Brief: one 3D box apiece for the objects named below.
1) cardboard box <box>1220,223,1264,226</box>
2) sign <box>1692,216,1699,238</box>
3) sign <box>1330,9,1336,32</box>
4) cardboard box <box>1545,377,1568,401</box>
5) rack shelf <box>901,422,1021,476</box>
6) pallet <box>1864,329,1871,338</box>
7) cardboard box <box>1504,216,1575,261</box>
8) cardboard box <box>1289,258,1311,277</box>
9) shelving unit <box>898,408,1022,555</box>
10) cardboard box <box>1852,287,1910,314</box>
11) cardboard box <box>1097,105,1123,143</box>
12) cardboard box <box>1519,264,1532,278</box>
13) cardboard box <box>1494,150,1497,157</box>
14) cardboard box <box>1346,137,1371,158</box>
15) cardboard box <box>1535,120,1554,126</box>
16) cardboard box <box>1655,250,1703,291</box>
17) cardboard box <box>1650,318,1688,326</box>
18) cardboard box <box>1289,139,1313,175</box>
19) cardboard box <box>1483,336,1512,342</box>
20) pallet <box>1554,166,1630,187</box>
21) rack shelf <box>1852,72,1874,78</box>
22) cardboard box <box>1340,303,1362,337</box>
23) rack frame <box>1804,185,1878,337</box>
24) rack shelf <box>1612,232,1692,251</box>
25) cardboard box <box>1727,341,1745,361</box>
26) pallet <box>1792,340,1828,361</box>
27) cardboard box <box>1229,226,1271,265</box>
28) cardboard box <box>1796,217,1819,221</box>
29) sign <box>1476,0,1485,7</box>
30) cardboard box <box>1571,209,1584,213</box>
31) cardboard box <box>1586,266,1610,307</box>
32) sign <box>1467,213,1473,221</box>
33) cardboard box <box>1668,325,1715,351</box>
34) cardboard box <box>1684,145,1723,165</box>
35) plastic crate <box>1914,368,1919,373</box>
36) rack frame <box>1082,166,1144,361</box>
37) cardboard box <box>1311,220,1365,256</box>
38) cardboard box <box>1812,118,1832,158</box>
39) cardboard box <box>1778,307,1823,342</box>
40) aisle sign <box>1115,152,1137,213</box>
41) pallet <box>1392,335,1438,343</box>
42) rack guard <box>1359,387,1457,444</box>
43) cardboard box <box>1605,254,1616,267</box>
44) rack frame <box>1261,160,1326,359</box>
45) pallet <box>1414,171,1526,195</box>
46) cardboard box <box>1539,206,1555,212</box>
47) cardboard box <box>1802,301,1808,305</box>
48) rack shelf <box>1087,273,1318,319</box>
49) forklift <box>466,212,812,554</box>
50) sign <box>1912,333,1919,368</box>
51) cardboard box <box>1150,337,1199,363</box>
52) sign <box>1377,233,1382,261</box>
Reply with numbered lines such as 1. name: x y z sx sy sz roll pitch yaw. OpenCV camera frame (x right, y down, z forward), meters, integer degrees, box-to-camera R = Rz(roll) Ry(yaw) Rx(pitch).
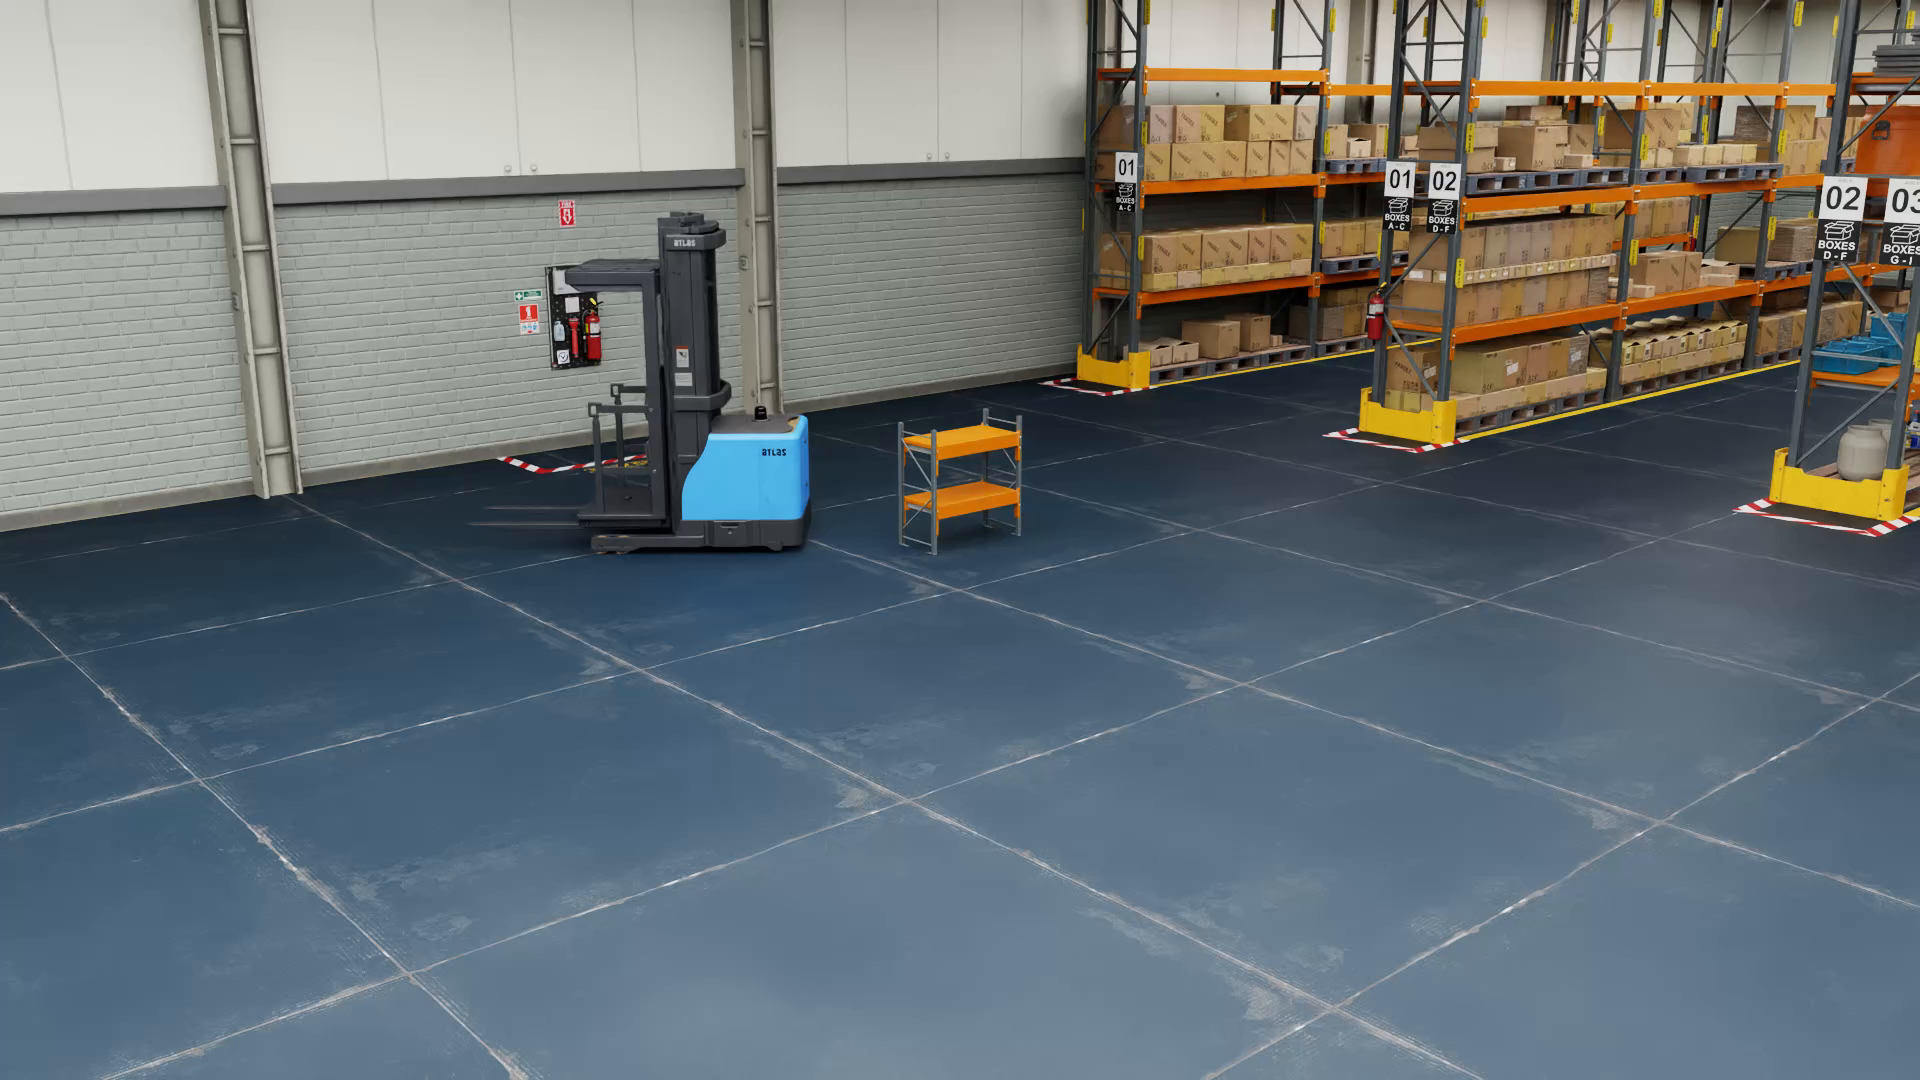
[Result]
1. cardboard box: 4.244 -4.524 25.172 0.500 0.500 0.500 -13 20 -40
2. sign: 11.037 -4.689 24.902 0.005 0.325 0.100 -13 19 -39
3. sign: 5.470 -7.629 24.411 0.005 0.325 0.100 -13 19 -39
4. cardboard box: 7.425 -1.969 21.325 0.500 0.250 0.500 -13 19 -39
5. rack shelf: 0.005 -0.827 15.034 1.000 0.278 0.538 -13 19 -39
6. pallet: 14.936 -3.510 27.984 1.213 0.211 1.003 -13 19 -39
7. cardboard box: 7.293 -3.815 21.010 0.500 0.500 0.700 -13 20 -39
8. cardboard box: 4.970 -4.148 25.219 0.500 0.250 0.500 -13 19 -39
9. shelving unit: 0.005 -0.545 15.109 1.048 1.125 0.538 -13 19 -39
10. cardboard box: 15.832 -4.067 28.650 0.637 0.503 0.797 -13 19 -39
11. cardboard box: 2.264 -5.787 23.119 0.500 0.500 0.500 -12 19 -37
12. cardboard box: 6.773 -3.314 20.392 0.250 0.149 0.380 -13 20 -40
13. cardboard box: 6.480 -4.726 20.406 0.500 0.311 0.500 -10 18 -33
14. cardboard box: 6.058 -6.141 25.973 0.500 0.311 0.500 -12 19 -38
15. cardboard box: 10.050 -7.181 29.462 0.500 0.500 0.700 -13 20 -40
16. cardboard box: 10.145 -3.825 23.563 0.500 0.500 0.500 -14 20 -42
17. cardboard box: 10.422 -3.087 24.423 0.500 0.311 0.500 -13 20 -41
18. cardboard box: 4.907 -5.723 24.819 0.500 0.500 0.500 -12 19 -38
19. cardboard box: 6.697 -2.351 21.300 0.500 0.500 0.500 -13 19 -39
20. pallet: 7.756 -4.643 21.180 1.213 0.211 1.003 -13 19 -39
21. rack shelf: 15.926 -7.630 27.776 4.000 0.370 1.077 -13 19 -39
22. cardboard box: 6.029 -3.580 26.832 0.500 0.500 0.700 -13 20 -40
23. rack frame: 14.418 -4.742 27.189 0.127 3.000 1.000 -13 19 -39
24. rack shelf: 12.672 -5.697 32.158 4.000 0.370 1.077 -13 19 -39
25. cardboard box: 11.163 -2.802 24.441 0.500 0.250 0.500 -12 19 -38
26. pallet: 12.908 -3.041 26.228 1.213 0.211 1.003 -13 19 -39
27. cardboard box: 4.215 -4.340 24.486 0.500 0.500 0.500 -13 20 -41
28. cardboard box: 13.913 -4.956 26.984 0.700 0.500 0.500 8 17 28
29. sign: 5.725 -6.026 18.255 0.005 0.325 0.100 -13 19 -39
30. cardboard box: 10.980 -5.780 30.267 0.500 0.500 0.500 -13 20 -40
31. cardboard box: 8.052 -3.358 21.816 0.500 0.500 0.700 -13 20 -41
32. sign: 8.509 -5.445 27.731 0.005 0.325 0.100 -13 19 -39
33. cardboard box: 10.396 -2.898 23.716 0.500 0.311 0.500 -13 20 -40
34. cardboard box: 10.272 -5.369 23.201 0.500 0.250 0.500 -13 20 -40
35. plastic crate: 9.500 -1.705 16.333 0.250 0.136 0.298 -13 19 -39
36. rack frame: 2.111 -3.673 23.187 0.127 3.000 1.000 -13 19 -39
37. cardboard box: 5.961 -4.784 26.301 0.500 0.500 0.700 -10 18 -34
38. cardboard box: 12.985 -6.193 25.608 0.600 0.600 0.600 -14 20 -41
39. cardboard box: 13.094 -3.354 25.984 0.500 0.500 0.500 -14 20 -41
40. aisle sign: 2.253 -4.858 22.587 0.004 0.787 0.394 -13 19 -39
41. pallet: 7.555 -3.548 28.125 1.213 0.211 1.003 -13 19 -39
42. rack guard: 5.347 -1.497 19.886 0.348 0.500 1.175 -13 19 -39
43. cardboard box: 8.318 -3.660 21.690 0.250 0.149 0.380 -13 20 -39
44. rack frame: 5.128 -4.350 25.723 0.127 3.000 1.000 -13 19 -39
45. pallet: 5.916 -4.230 19.632 1.213 0.211 1.003 -13 19 -39
46. cardboard box: 10.202 -5.969 29.523 0.500 0.250 0.500 -12 19 -38
47. cardboard box: 13.498 -3.619 26.979 0.500 0.500 0.500 -12 19 -39
48. rack shelf: 3.619 -3.664 24.548 4.000 0.370 1.077 -13 19 -39
49. forklift: -2.914 -1.426 14.910 3.031 2.935 1.130 0 15 0
50. sign: 8.972 -1.770 15.527 0.005 0.325 0.100 -13 19 -39
51. cardboard box: 3.122 -2.782 24.211 0.500 0.311 0.500 -11 18 -35
52. sign: 5.019 -3.491 19.803 0.005 0.325 0.100 -13 19 -39
